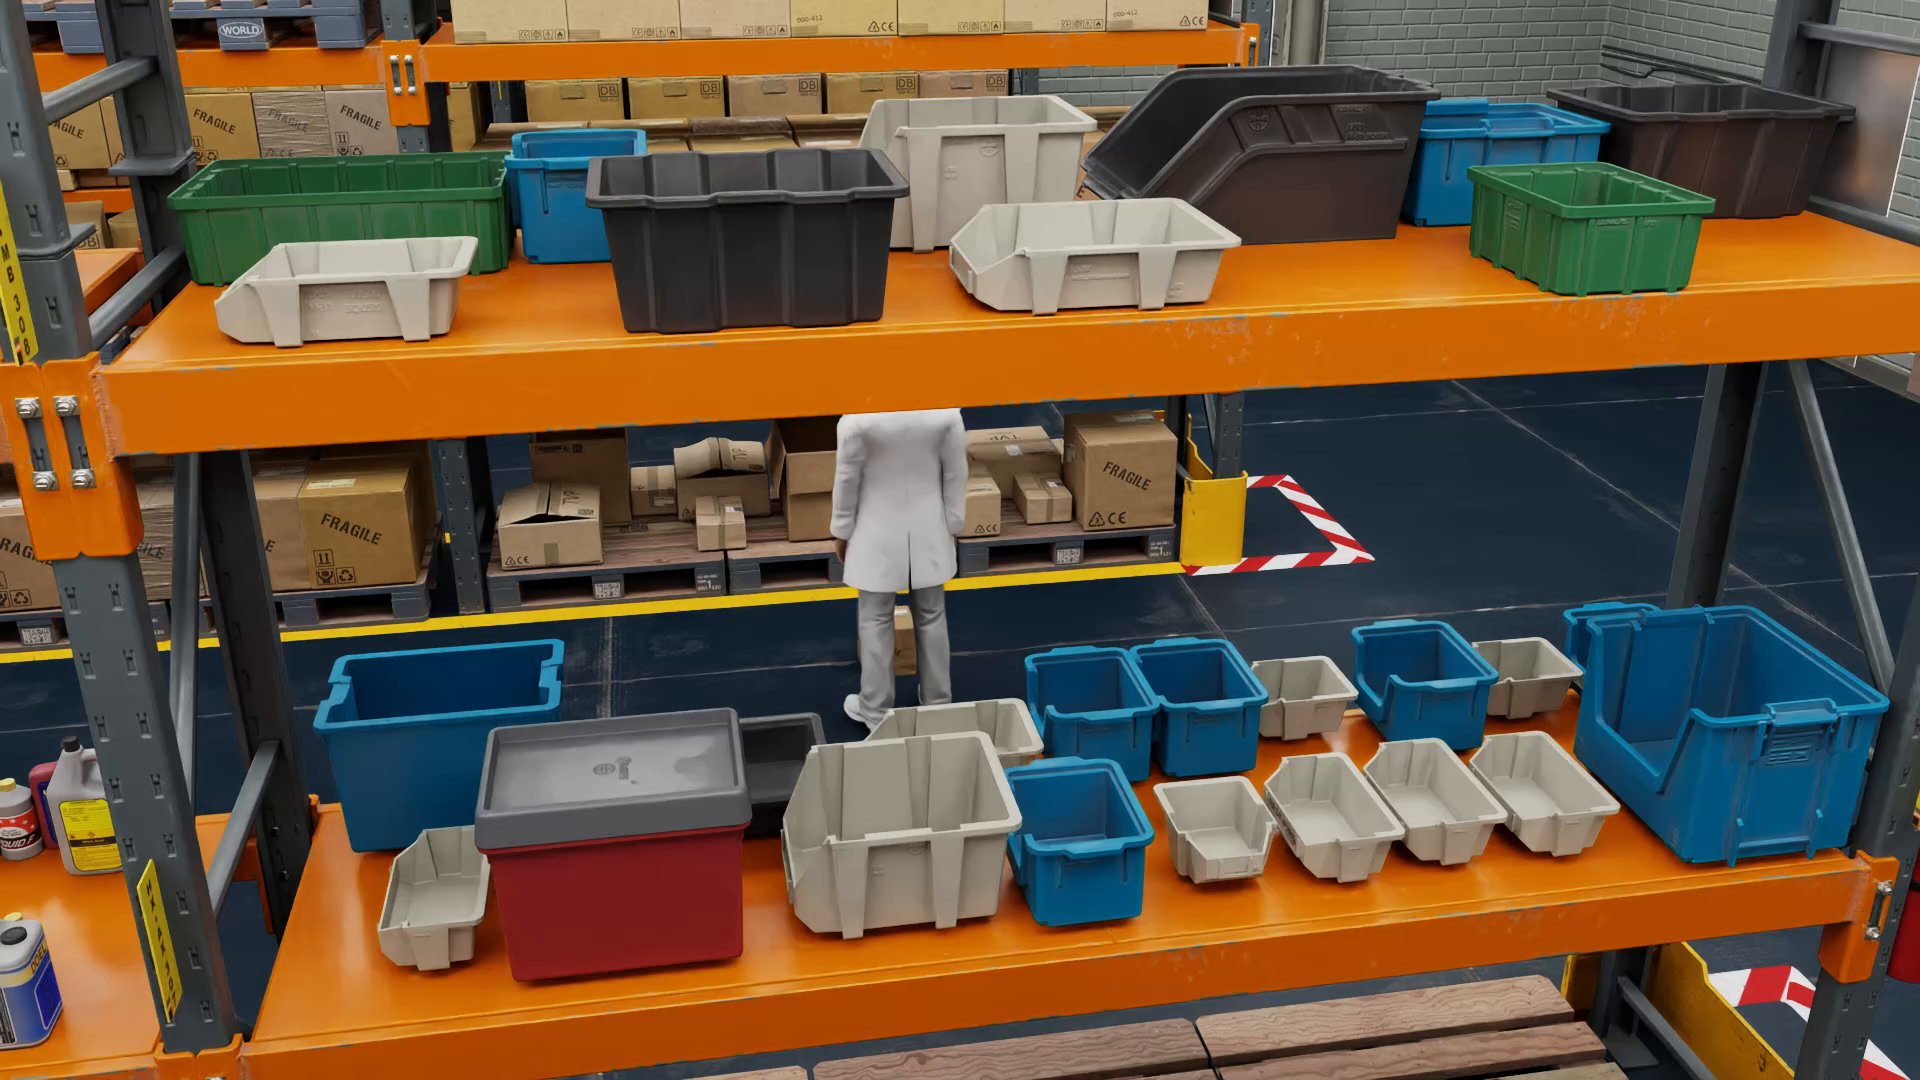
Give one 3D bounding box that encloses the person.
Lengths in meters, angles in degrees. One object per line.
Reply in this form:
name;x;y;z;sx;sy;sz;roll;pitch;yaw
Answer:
person;-0.262;-0.029;7.136;0.585;1.790;0.377;-6;24;-15
